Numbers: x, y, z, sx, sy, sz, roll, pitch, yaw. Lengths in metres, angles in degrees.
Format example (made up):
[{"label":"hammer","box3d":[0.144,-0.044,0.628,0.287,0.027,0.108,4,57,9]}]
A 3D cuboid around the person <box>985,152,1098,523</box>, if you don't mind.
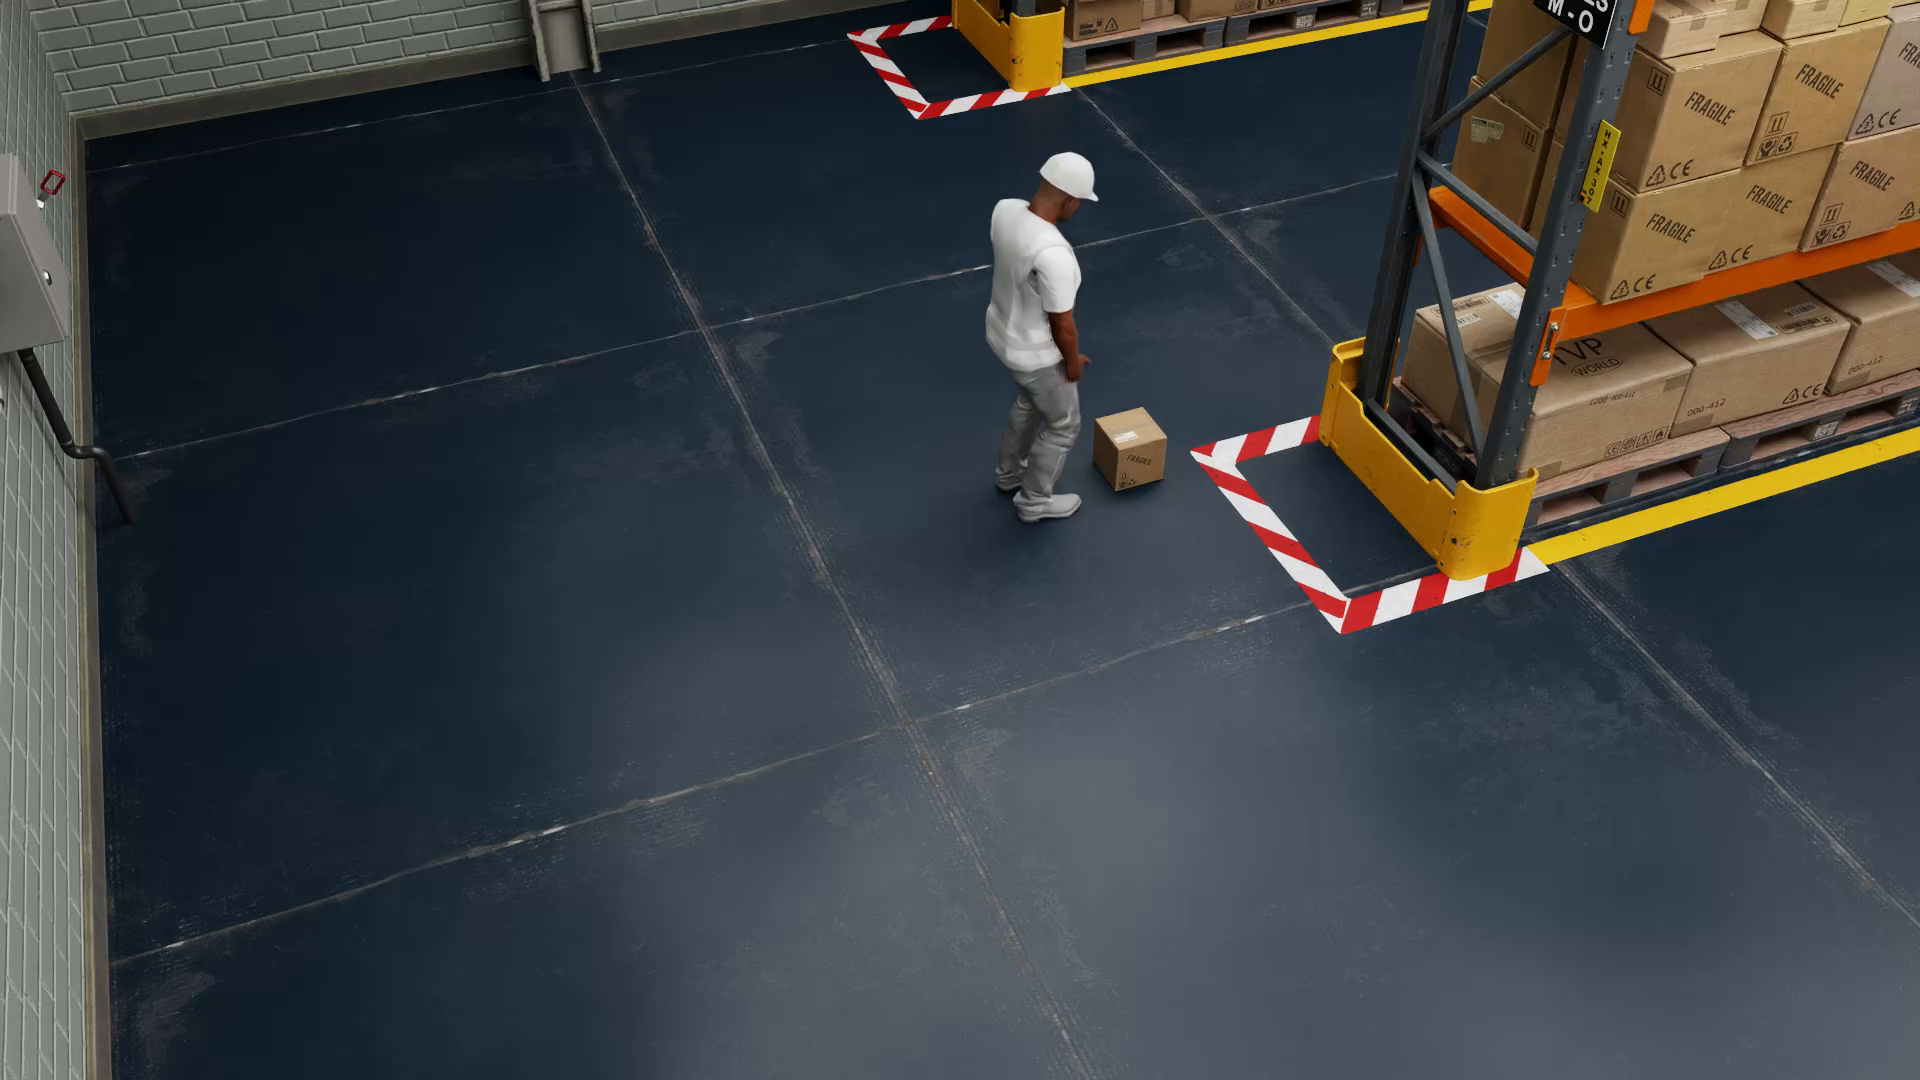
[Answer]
[{"label":"person","box3d":[0.348,-0.871,7.164,0.453,1.717,0.591,-14,43,-16]}]
